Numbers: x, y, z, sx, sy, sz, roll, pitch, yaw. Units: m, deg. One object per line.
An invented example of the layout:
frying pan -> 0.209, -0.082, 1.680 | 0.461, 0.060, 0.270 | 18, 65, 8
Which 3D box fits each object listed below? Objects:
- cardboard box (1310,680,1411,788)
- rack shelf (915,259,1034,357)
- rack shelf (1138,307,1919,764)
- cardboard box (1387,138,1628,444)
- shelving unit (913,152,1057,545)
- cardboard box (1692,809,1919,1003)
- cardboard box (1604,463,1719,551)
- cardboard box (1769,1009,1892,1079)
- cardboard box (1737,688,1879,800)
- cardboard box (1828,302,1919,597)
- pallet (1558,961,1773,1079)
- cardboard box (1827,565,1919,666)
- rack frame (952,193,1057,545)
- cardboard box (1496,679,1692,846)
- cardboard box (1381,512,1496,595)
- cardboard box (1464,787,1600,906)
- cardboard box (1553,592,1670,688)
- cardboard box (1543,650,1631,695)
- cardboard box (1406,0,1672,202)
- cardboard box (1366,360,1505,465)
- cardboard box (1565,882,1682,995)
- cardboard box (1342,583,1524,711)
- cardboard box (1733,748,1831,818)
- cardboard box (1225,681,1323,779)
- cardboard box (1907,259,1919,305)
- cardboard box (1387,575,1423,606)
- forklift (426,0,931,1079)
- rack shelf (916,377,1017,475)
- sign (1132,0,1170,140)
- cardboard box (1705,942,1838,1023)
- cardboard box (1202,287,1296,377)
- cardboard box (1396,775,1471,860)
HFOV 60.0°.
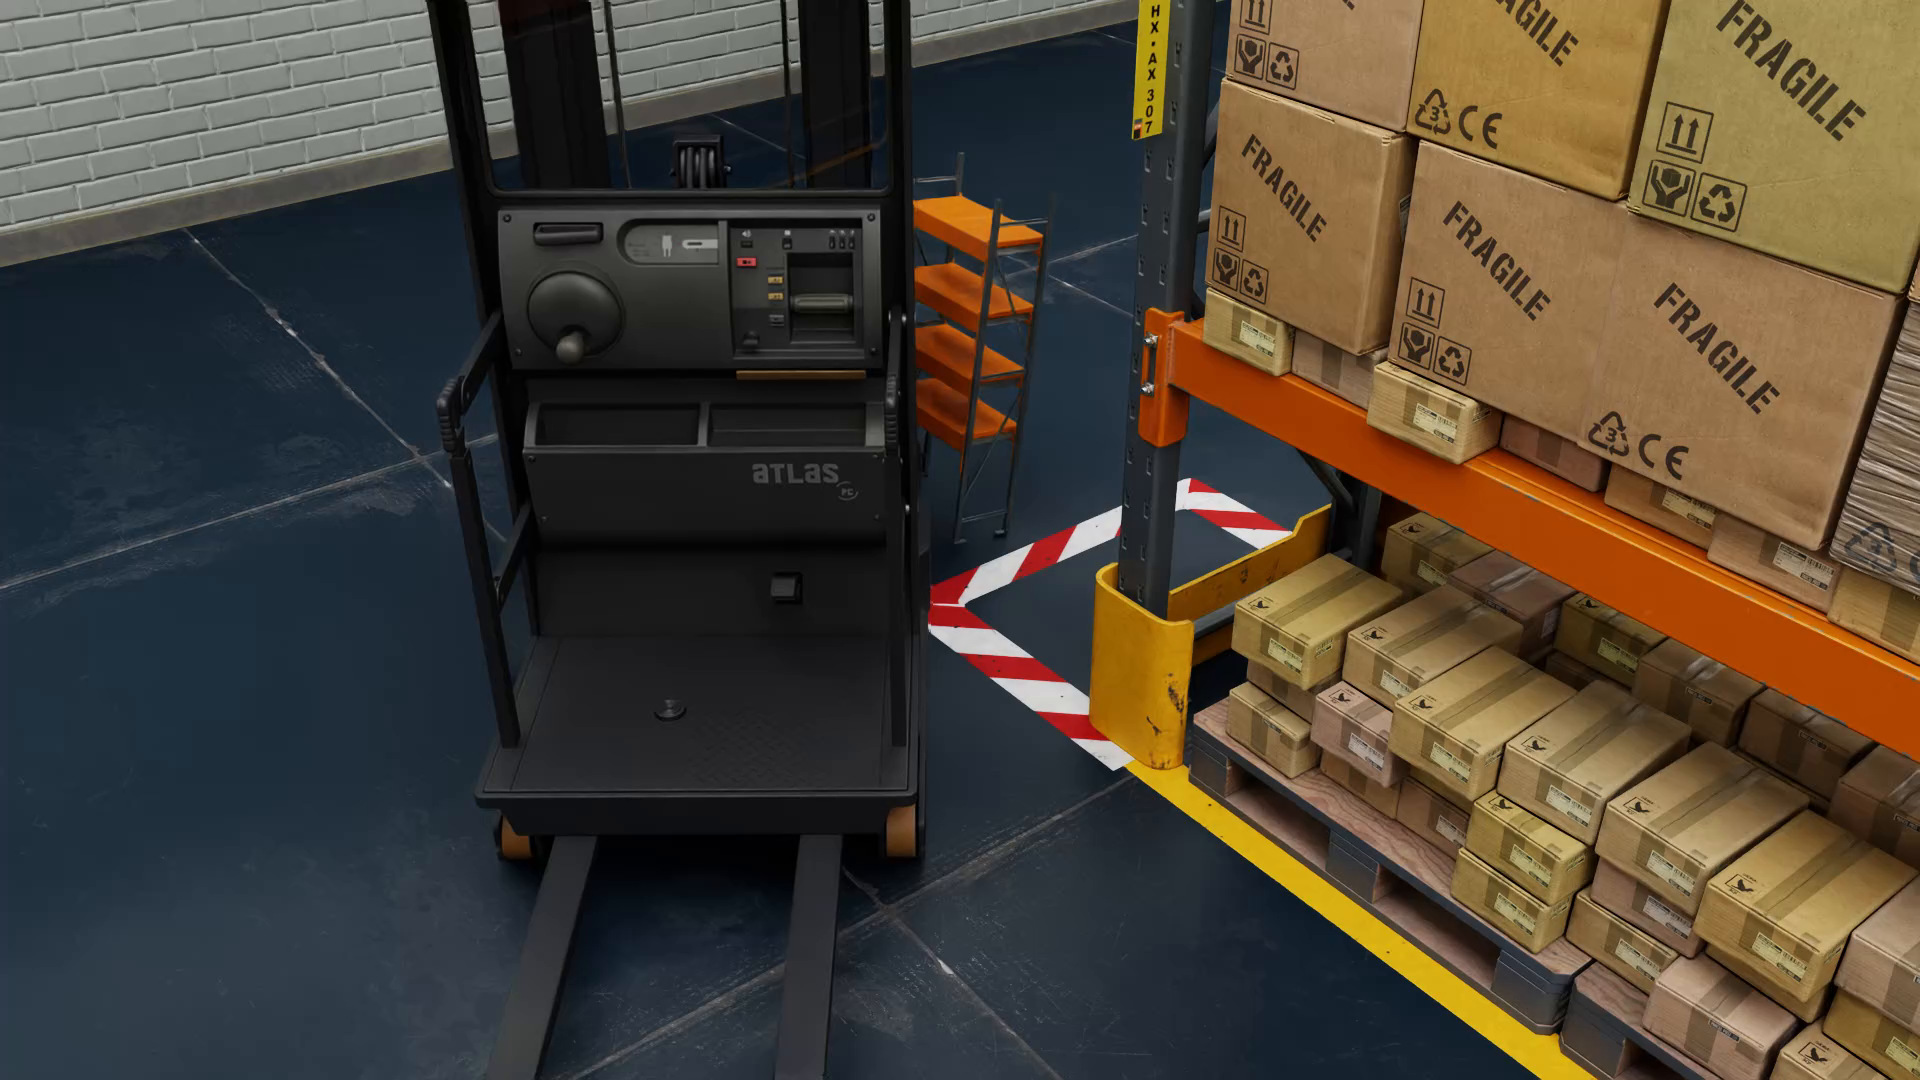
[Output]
cardboard box -> 1.115, 0.439, 4.222 | 0.380, 0.149, 0.250 | -22, 38, -32
rack shelf -> 0.012, -0.781, 5.550 | 0.258, 0.148, 0.480 | -14, 34, -35
rack shelf -> 2.099, 0.238, 3.206 | 1.077, 0.370, 4.000 | -22, 38, -31
cardboard box -> 1.278, -0.579, 3.462 | 0.500, 0.500, 0.500 | -22, 38, -31
shelving unit -> -0.006, -0.643, 5.621 | 0.258, 1.200, 0.503 | -14, 34, -35
cardboard box -> 1.749, 0.749, 3.441 | 0.380, 0.149, 0.250 | -22, 38, -31
cardboard box -> 1.538, -0.147, 3.381 | 0.380, 0.149, 0.250 | -23, 38, -32
cardboard box -> 1.901, 1.094, 3.450 | 0.380, 0.149, 0.250 | -22, 38, -31
cardboard box -> 2.083, 0.430, 3.955 | 0.380, 0.149, 0.250 | -21, 37, -30
cardboard box -> 1.886, -0.160, 2.788 | 0.500, 0.500, 0.500 | -23, 39, -33
pallet -> 2.134, 1.173, 3.661 | 1.003, 0.211, 1.213 | -22, 38, -31
cardboard box -> 1.810, 0.080, 3.016 | 0.380, 0.149, 0.250 | -21, 37, -30
rack frame -> 0.139, -0.539, 5.454 | 0.240, 1.200, 0.015 | -14, 34, -35
cardboard box -> 1.461, 0.506, 3.832 | 0.380, 0.149, 0.250 | -24, 39, -34
cardboard box -> 1.398, 0.017, 4.619 | 0.380, 0.149, 0.250 | -22, 38, -31
cardboard box -> 1.406, 0.654, 3.875 | 0.380, 0.149, 0.250 | -21, 38, -30
cardboard box -> 1.766, 0.208, 4.313 | 0.380, 0.149, 0.250 | -23, 39, -32
cardboard box -> 1.742, 0.349, 4.367 | 0.380, 0.149, 0.250 | -24, 39, -33
cardboard box -> 1.253, -1.013, 3.214 | 0.500, 0.500, 0.500 | -21, 38, -30
cardboard box -> 1.124, -0.331, 3.678 | 0.380, 0.149, 0.250 | -23, 39, -33
cardboard box -> 1.626, 0.855, 3.835 | 0.380, 0.149, 0.250 | -22, 38, -31
cardboard box -> 1.190, 0.283, 4.191 | 0.380, 0.149, 0.250 | -22, 38, -31
cardboard box -> 2.070, 0.560, 4.027 | 0.380, 0.149, 0.250 | -22, 38, -31
cardboard box -> 0.941, 0.454, 4.481 | 0.380, 0.149, 0.250 | -21, 38, -30
cardboard box -> 1.870, -0.578, 2.514 | 0.500, 0.500, 0.500 | -24, 39, -33
cardboard box -> 1.422, 0.133, 4.715 | 0.380, 0.149, 0.250 | -23, 39, -33
forklift -> -0.652, -0.566, 3.884 | 1.130, 2.935, 3.031 | 0, 32, 0
rack shelf -> -0.036, -0.408, 5.741 | 0.258, 0.148, 0.480 | -14, 34, -35
sign -> 0.444, -1.093, 3.847 | 0.100, 0.325, 0.005 | -22, 38, -31
cardboard box -> 1.843, 0.834, 3.586 | 0.380, 0.149, 0.250 | -20, 37, -29
cardboard box -> 0.813, -0.553, 4.036 | 0.380, 0.149, 0.250 | -23, 38, -32
cardboard box -> 1.324, 0.637, 4.185 | 0.380, 0.149, 0.250 | -22, 38, -31
